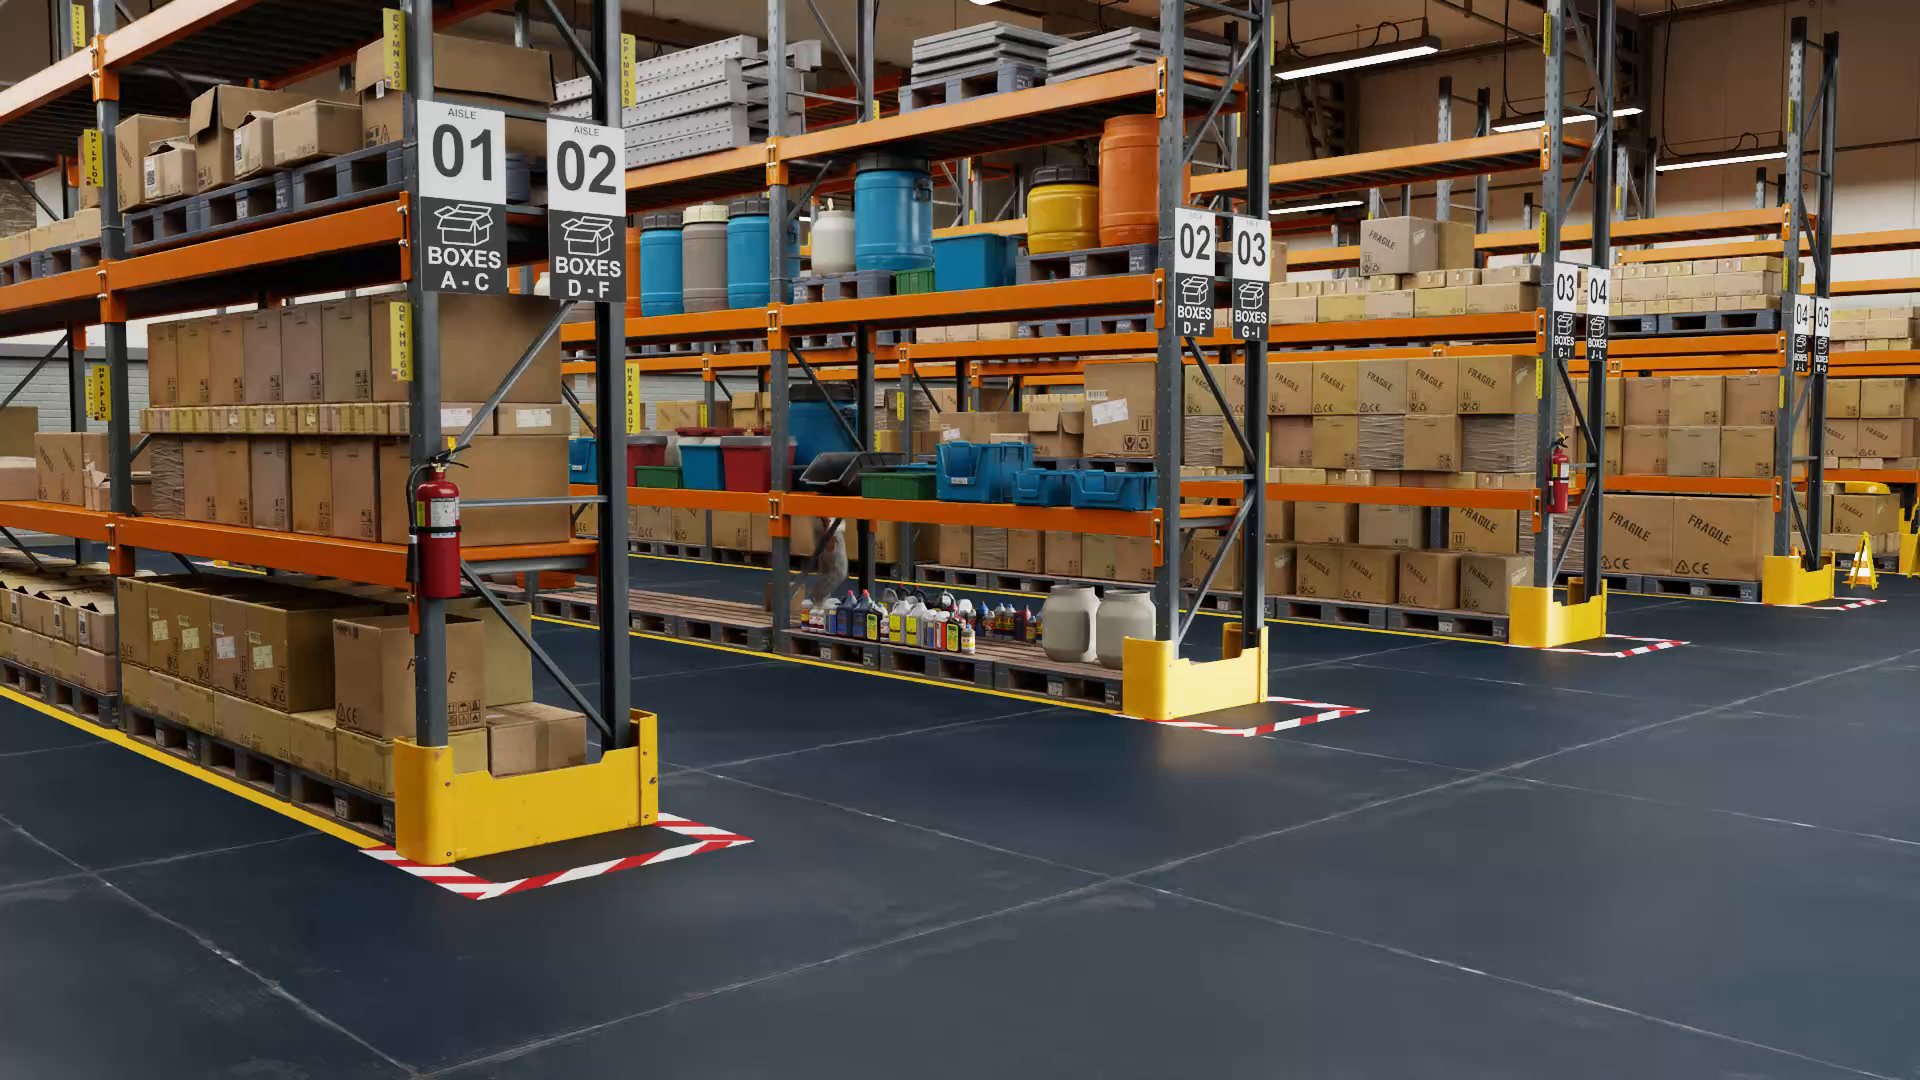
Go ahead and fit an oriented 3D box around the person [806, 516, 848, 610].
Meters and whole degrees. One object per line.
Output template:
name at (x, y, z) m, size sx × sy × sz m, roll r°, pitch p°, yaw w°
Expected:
person at (-1.237, -0.079, 14.986) m, size 0.481 × 1.758 × 0.602 m, roll 0°, pitch 4°, yaw -6°
